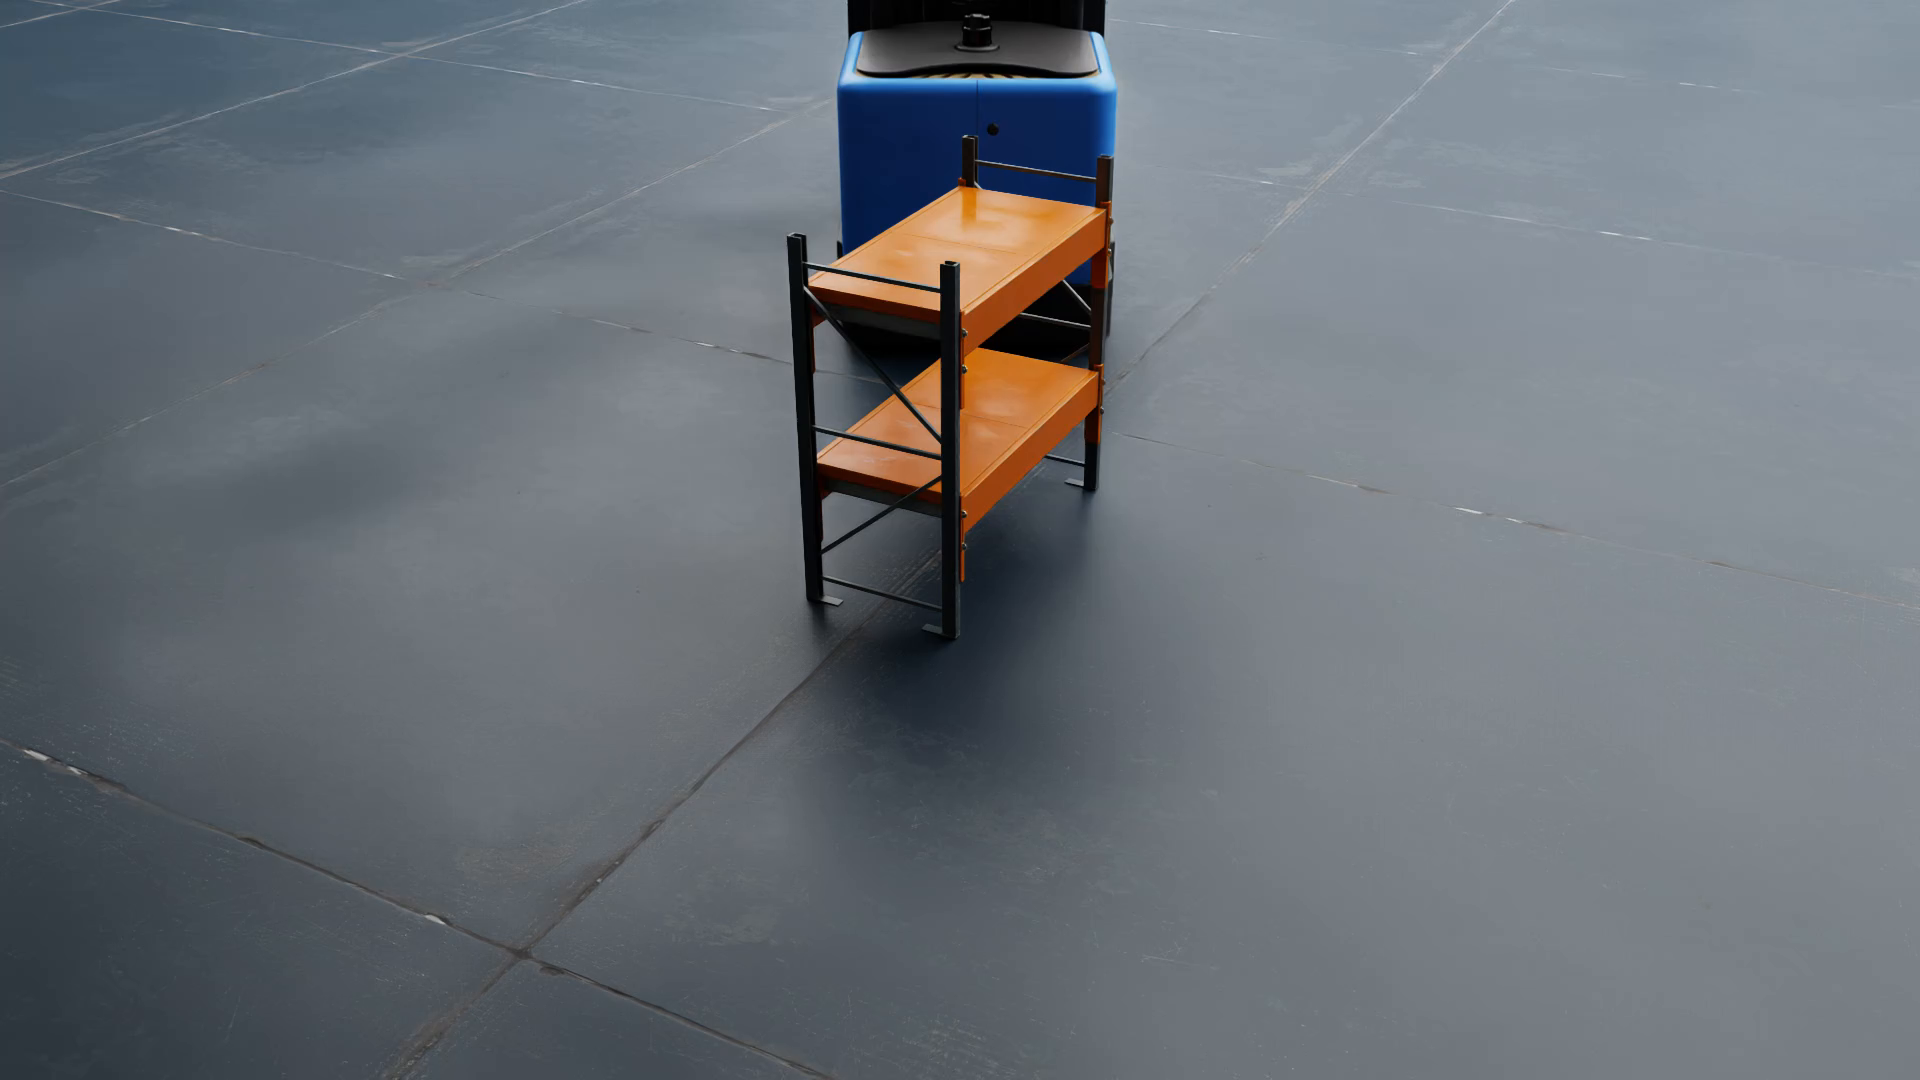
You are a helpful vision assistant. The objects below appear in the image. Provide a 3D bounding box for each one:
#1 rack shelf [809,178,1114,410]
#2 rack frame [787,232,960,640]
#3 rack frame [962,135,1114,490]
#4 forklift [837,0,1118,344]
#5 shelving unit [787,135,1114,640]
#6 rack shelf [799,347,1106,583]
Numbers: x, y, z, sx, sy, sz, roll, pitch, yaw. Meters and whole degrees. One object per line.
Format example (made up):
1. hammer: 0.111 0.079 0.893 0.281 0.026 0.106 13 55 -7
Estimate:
1. rack shelf: 0.003 -0.745 4.829 0.538 0.278 1.000 14 33 23
2. rack frame: -0.229 -0.265 4.583 0.500 1.125 0.032 14 33 23
3. rack frame: 0.235 -0.716 5.368 0.500 1.125 0.032 14 33 23
4. forklift: 0.070 -2.722 7.046 1.130 2.935 3.031 0 30 0
5. shelving unit: 0.003 -0.491 4.975 0.538 1.125 1.048 14 33 23
6. rack shelf: 0.003 -0.279 5.097 0.538 0.278 1.000 14 33 23
